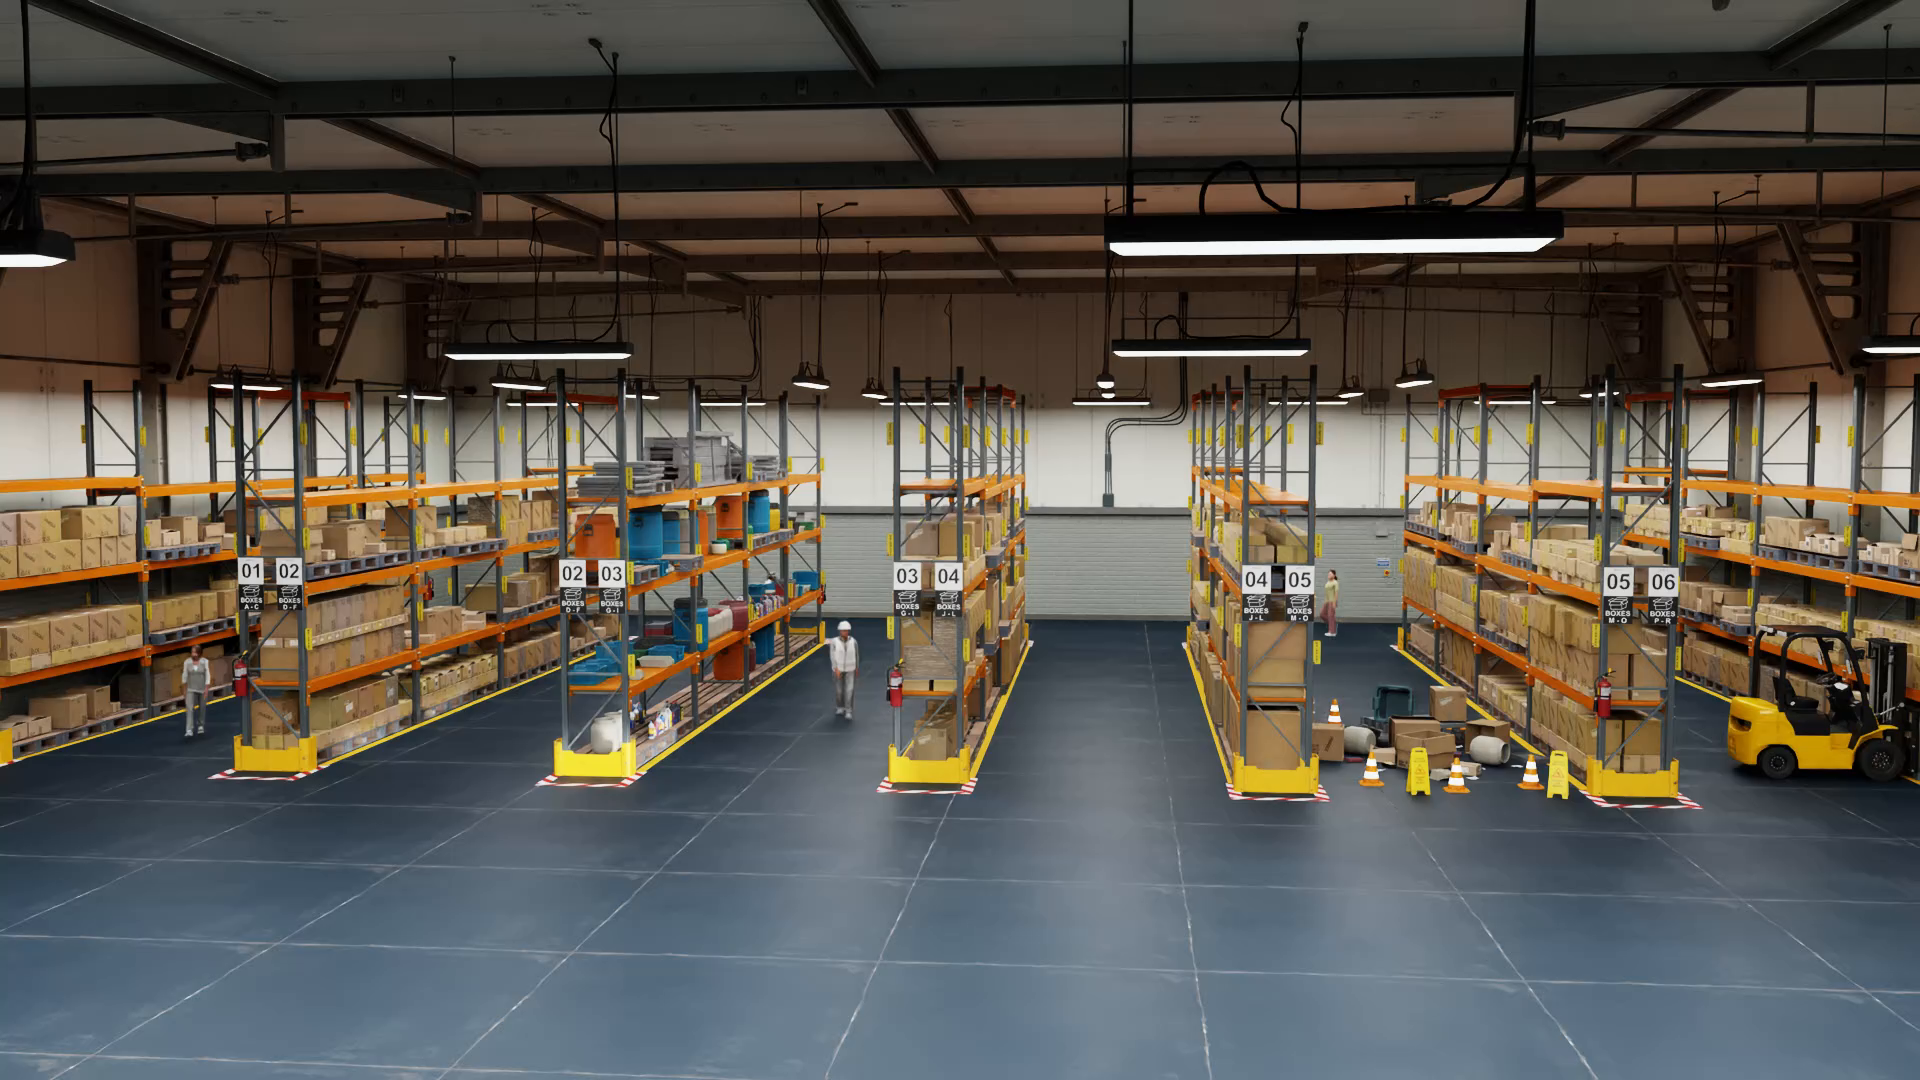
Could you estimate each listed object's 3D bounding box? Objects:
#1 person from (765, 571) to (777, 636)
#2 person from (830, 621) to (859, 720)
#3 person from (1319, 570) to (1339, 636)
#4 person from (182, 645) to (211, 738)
[{"bbox_3d":[-4.788,1.596,41.536,0.716,1.652,0.558,-1,4,-23],"label":"person"},{"bbox_3d":[-2.041,2.294,29.497,0.537,1.710,1.015,-1,4,-10],"label":"person"},{"bbox_3d":[9.275,1.566,41.557,0.478,1.660,0.478,-1,4,-18],"label":"person"},{"bbox_3d":[-12.653,2.498,27.556,0.430,1.533,1.021,-2,4,-28],"label":"person"}]
